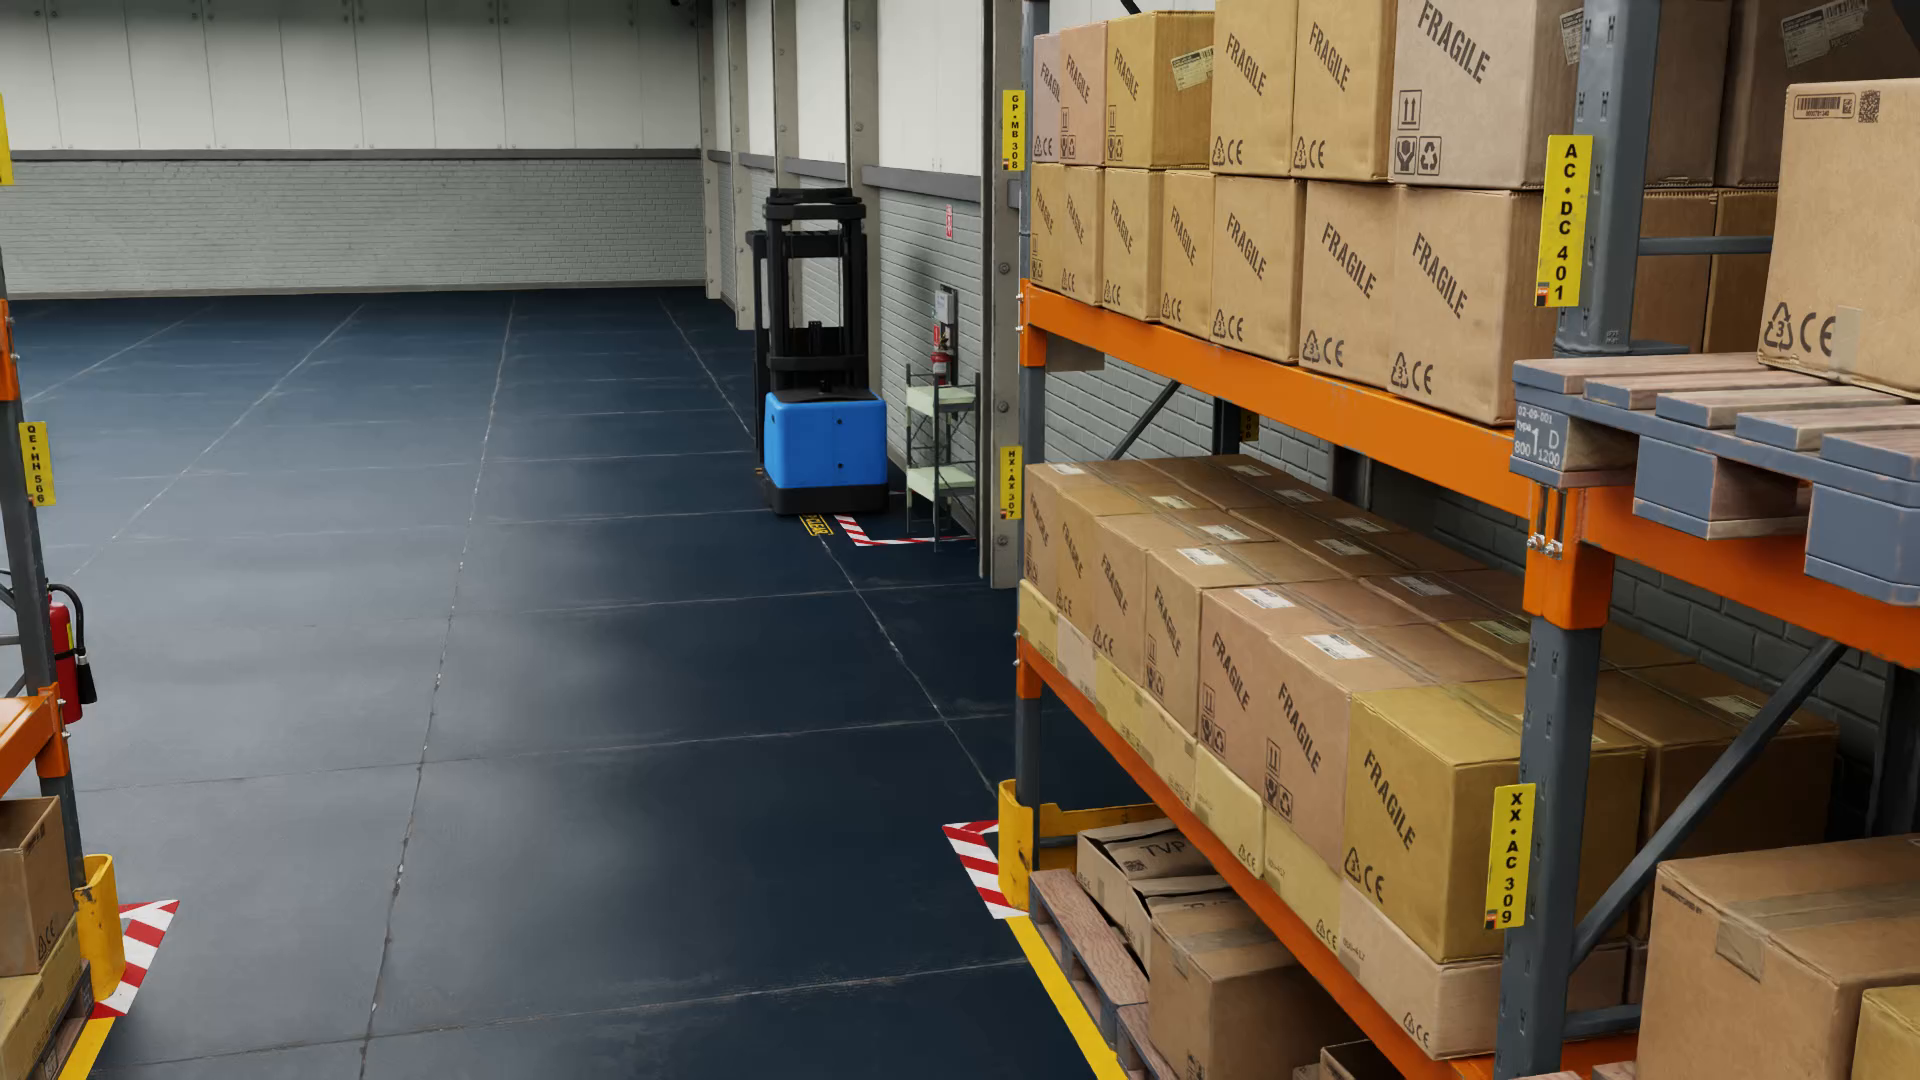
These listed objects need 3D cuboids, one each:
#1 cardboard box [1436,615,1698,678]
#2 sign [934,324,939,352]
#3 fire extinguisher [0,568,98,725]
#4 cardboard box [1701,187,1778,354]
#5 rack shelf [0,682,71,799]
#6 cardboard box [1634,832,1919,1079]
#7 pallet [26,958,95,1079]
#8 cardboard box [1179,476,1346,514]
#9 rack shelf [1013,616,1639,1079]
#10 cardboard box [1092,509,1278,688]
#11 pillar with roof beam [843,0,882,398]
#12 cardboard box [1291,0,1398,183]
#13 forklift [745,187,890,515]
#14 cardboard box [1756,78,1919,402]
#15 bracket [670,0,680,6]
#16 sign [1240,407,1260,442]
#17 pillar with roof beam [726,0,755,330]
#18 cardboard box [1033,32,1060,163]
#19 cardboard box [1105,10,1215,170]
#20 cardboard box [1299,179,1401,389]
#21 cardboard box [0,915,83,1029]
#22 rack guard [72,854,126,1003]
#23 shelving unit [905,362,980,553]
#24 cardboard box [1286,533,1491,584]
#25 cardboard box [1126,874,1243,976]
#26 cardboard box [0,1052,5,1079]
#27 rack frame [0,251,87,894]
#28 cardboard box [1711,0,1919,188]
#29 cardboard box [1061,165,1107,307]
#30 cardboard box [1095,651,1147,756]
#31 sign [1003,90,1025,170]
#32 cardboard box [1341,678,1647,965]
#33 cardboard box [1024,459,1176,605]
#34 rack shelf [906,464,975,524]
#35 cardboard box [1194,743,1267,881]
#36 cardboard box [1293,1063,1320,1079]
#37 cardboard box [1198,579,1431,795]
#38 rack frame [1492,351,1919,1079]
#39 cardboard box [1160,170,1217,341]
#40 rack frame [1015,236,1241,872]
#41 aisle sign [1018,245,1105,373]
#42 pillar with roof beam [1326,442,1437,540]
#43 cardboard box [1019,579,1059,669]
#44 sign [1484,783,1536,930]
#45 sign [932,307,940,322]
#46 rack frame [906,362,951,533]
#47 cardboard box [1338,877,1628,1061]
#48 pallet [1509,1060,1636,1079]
[{"bbox_3d":[1.670,0.521,4.670,0.500,0.500,0.500,-3,14,-13],"label":"cardboard box"},{"bbox_3d":[-0.221,-1.855,15.625,0.001,0.329,0.234,-3,14,-13],"label":"sign"},{"bbox_3d":[-3.634,0.400,6.633,0.296,0.674,0.183,-3,14,-13],"label":"fire extinguisher"},{"bbox_3d":[1.826,-0.581,3.913,0.500,0.500,0.500,-3,14,-11],"label":"cardboard box"},{"bbox_3d":[-3.588,1.226,4.603,1.077,0.370,4.000,-3,14,-13],"label":"rack shelf"},{"bbox_3d":[1.782,0.918,3.210,0.700,0.500,0.500,-3,14,-13],"label":"cardboard box"},{"bbox_3d":[-3.838,1.944,6.024,1.003,0.211,1.213,-3,14,-13],"label":"pallet"},{"bbox_3d":[1.182,0.051,6.592,0.500,0.500,0.500,-3,14,-12],"label":"cardboard box"},{"bbox_3d":[1.226,0.949,5.737,1.077,0.370,4.000,-3,14,-13],"label":"rack shelf"},{"bbox_3d":[0.798,0.198,5.989,0.500,0.500,0.500,-4,14,-15],"label":"cardboard box"},{"bbox_3d":[-5.241,-5.191,16.713,9.100,9.000,0.400,-3,14,-13],"label":"pillar with roof beam"},{"bbox_3d":[1.175,-1.167,4.203,0.500,0.500,0.500,-3,14,-10],"label":"cardboard box"},{"bbox_3d":[-1.481,-1.955,16.255,1.130,2.935,3.031,-3,14,-13],"label":"forklift"},{"bbox_3d":[1.746,-0.518,2.811,0.500,0.500,0.500,-1,14,-5],"label":"cardboard box"},{"bbox_3d":[-6.283,-11.955,36.813,0.235,0.232,0.430,-3,14,-13],"label":"bracket"},{"bbox_3d":[1.300,-0.604,7.473,0.100,0.325,0.005,-3,14,-13],"label":"sign"},{"bbox_3d":[-8.060,-7.959,28.044,9.100,9.000,0.400,-3,14,-13],"label":"pillar with roof beam"},{"bbox_3d":[0.611,-1.760,6.632,0.500,0.500,0.500,-4,14,-17],"label":"cardboard box"},{"bbox_3d":[0.810,-1.524,5.665,0.500,0.500,0.500,-3,14,-12],"label":"cardboard box"},{"bbox_3d":[1.230,-0.674,4.293,0.500,0.500,0.500,-5,14,-18],"label":"cardboard box"},{"bbox_3d":[-3.645,1.654,6.244,0.500,0.250,0.500,-3,14,-13],"label":"cardboard box"},{"bbox_3d":[-4.064,1.624,6.725,1.175,0.500,0.348,-3,14,-13],"label":"rack guard"},{"bbox_3d":[-0.149,-0.724,14.229,0.431,1.500,0.755,-5,15,-19],"label":"shelving unit"},{"bbox_3d":[1.426,0.286,5.629,0.500,0.500,0.500,-3,14,-12],"label":"cardboard box"},{"bbox_3d":[0.965,1.527,6.595,0.500,0.311,0.500,-2,14,-9],"label":"cardboard box"},{"bbox_3d":[-3.397,1.884,5.303,0.500,0.250,0.500,-3,14,-13],"label":"cardboard box"},{"bbox_3d":[-4.058,0.415,6.406,1.000,3.000,0.127,-3,14,-13],"label":"rack frame"},{"bbox_3d":[1.858,-1.069,3.802,0.500,0.500,0.500,-3,14,-12],"label":"cardboard box"},{"bbox_3d":[0.683,-1.160,6.281,0.500,0.500,0.500,-2,14,-9],"label":"cardboard box"},{"bbox_3d":[0.812,0.569,6.053,0.500,0.250,0.500,-4,14,-14],"label":"cardboard box"},{"bbox_3d":[0.229,-1.713,6.956,0.100,0.325,0.005,-3,14,-13],"label":"sign"},{"bbox_3d":[1.284,0.668,4.065,0.500,0.500,0.500,-3,14,-13],"label":"cardboard box"},{"bbox_3d":[0.576,-0.036,6.947,0.500,0.500,0.500,-3,14,-13],"label":"cardboard box"},{"bbox_3d":[-0.149,-0.407,14.306,0.431,0.370,0.720,-5,15,-19],"label":"rack shelf"},{"bbox_3d":[1.048,0.801,5.100,0.500,0.250,0.500,-3,14,-13],"label":"cardboard box"},{"bbox_3d":[1.339,1.862,5.564,0.380,0.149,0.250,-4,14,-18],"label":"cardboard box"},{"bbox_3d":[1.053,0.437,5.013,0.500,0.500,0.500,-4,14,-15],"label":"cardboard box"},{"bbox_3d":[1.696,1.061,3.763,1.000,3.000,0.127,-3,14,-13],"label":"rack frame"},{"bbox_3d":[0.955,-0.918,5.291,0.500,0.500,0.500,-2,14,-10],"label":"cardboard box"},{"bbox_3d":[0.756,0.139,7.540,1.000,3.000,0.127,-3,14,-13],"label":"rack frame"},{"bbox_3d":[0.448,-1.124,7.231,0.394,0.787,0.004,-3,14,-13],"label":"aisle sign"},{"bbox_3d":[-2.423,-2.423,5.382,9.100,9.000,0.400,-3,14,-13],"label":"pillar with roof beam"},{"bbox_3d":[0.562,0.332,7.022,0.500,0.250,0.500,-4,14,-15],"label":"cardboard box"},{"bbox_3d":[1.170,0.673,3.529,0.100,0.325,0.005,-3,14,-13],"label":"sign"},{"bbox_3d":[-0.228,-2.111,15.556,0.001,0.109,0.331,-3,14,-13],"label":"sign"},{"bbox_3d":[-0.274,-0.805,14.563,0.400,1.500,0.023,-5,15,-19],"label":"rack frame"},{"bbox_3d":[1.290,1.032,4.156,0.500,0.250,0.500,-3,14,-13],"label":"cardboard box"},{"bbox_3d":[1.734,1.339,3.031,1.003,0.211,1.213,-3,14,-13],"label":"pallet"}]
